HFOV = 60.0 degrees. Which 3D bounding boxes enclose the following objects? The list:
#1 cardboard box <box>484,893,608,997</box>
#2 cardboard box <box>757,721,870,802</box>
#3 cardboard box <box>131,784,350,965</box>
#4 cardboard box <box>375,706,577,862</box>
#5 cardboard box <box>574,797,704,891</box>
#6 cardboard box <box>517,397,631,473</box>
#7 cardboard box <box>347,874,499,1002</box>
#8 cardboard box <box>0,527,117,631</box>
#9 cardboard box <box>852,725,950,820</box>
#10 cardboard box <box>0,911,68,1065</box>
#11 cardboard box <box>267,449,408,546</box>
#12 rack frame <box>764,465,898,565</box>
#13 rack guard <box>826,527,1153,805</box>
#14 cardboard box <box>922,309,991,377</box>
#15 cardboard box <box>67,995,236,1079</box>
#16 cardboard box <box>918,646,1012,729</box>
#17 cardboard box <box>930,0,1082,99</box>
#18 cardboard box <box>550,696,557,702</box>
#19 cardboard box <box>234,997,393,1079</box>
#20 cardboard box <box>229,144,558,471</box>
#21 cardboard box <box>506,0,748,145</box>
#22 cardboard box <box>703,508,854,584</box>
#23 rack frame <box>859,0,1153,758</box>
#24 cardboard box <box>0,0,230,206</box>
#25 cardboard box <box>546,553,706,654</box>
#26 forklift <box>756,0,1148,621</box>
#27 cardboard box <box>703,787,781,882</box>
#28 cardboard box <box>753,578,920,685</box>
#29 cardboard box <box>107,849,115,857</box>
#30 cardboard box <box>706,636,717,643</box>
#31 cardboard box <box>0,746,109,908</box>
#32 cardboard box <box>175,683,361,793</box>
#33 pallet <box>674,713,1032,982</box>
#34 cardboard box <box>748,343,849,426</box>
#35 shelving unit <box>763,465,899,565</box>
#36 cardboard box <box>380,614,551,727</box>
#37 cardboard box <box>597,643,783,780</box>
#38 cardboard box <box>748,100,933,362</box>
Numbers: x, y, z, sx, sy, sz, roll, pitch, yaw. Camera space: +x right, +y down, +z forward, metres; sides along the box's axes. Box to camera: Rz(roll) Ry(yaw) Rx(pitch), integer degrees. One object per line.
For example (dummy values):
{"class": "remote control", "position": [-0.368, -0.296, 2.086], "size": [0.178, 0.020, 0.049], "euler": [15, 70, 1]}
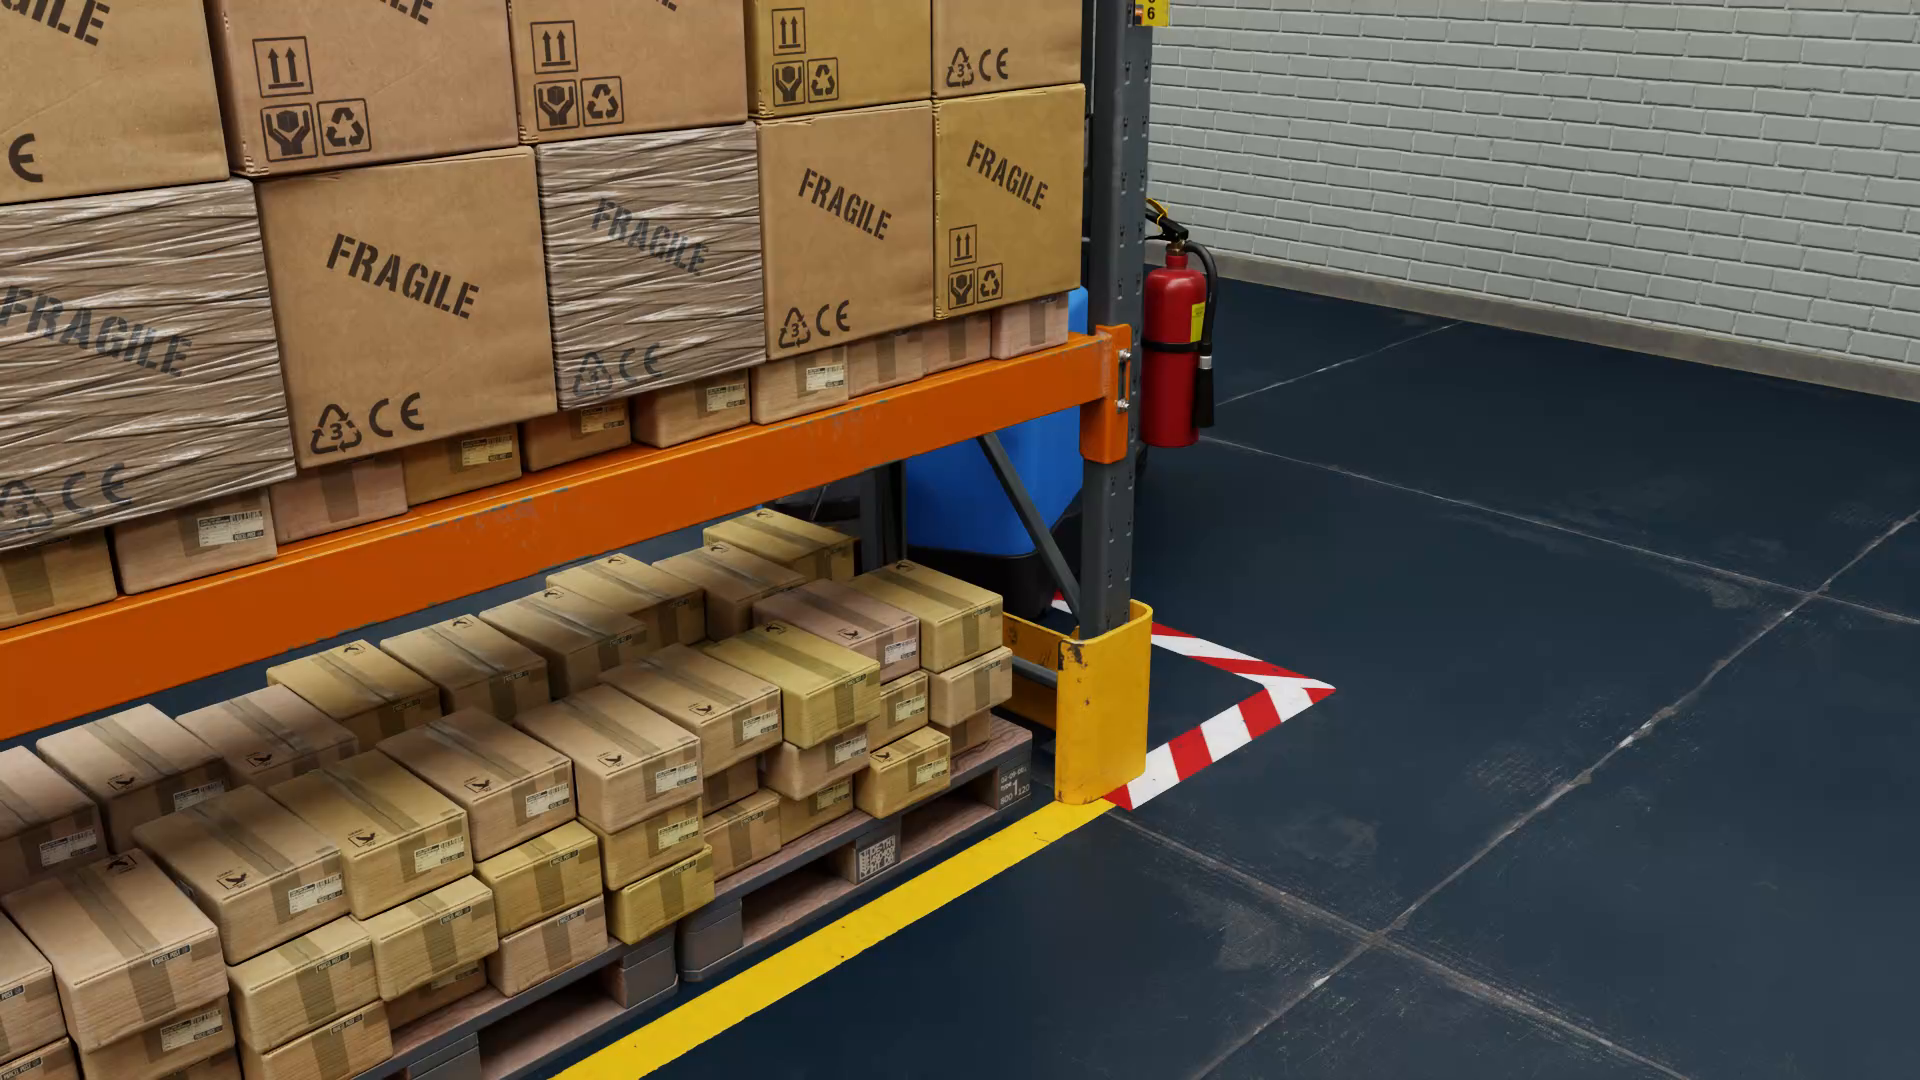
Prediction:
{"class": "cardboard box", "position": [-0.989, 0.814, 3.663], "size": [0.250, 0.149, 0.380], "euler": [-20, 28, -41]}
{"class": "cardboard box", "position": [-0.443, 0.478, 4.123], "size": [0.380, 0.149, 0.250], "euler": [18, 27, 39]}
{"class": "cardboard box", "position": [-1.411, 0.648, 3.267], "size": [0.380, 0.149, 0.250], "euler": [18, 27, 39]}
{"class": "cardboard box", "position": [-1.049, 0.520, 3.600], "size": [0.380, 0.149, 0.250], "euler": [18, 27, 39]}
{"class": "cardboard box", "position": [-0.795, 0.614, 3.769], "size": [0.250, 0.149, 0.380], "euler": [-20, 28, -41]}
{"class": "cardboard box", "position": [-0.905, -0.278, 3.467], "size": [0.380, 0.149, 0.250], "euler": [18, 27, 38]}
{"class": "cardboard box", "position": [-1.159, 0.753, 3.407], "size": [0.380, 0.149, 0.250], "euler": [20, 28, 41]}
{"class": "cardboard box", "position": [-1.584, 0.012, 2.712], "size": [0.250, 0.149, 0.380], "euler": [-20, 28, -41]}
{"class": "cardboard box", "position": [-0.242, 0.555, 4.338], "size": [0.250, 0.149, 0.380], "euler": [-19, 28, -40]}
{"class": "cardboard box", "position": [-1.778, 0.784, 2.914], "size": [0.380, 0.149, 0.250], "euler": [18, 28, 39]}
{"class": "cardboard box", "position": [-1.239, -0.135, 3.096], "size": [0.250, 0.149, 0.380], "euler": [-19, 28, -40]}
{"class": "rack frame", "position": [-0.450, -0.589, 5.080], "size": [0.400, 2.100, 0.015], "euler": [-6, 19, -6]}
{"class": "rack guard", "position": [0.029, 0.327, 5.026], "size": [1.175, 0.500, 0.348], "euler": [19, 28, 41]}
{"class": "cardboard box", "position": [-0.143, -0.532, 4.129], "size": [0.380, 0.149, 0.250], "euler": [19, 28, 41]}
{"class": "cardboard box", "position": [-1.571, 0.859, 3.131], "size": [0.250, 0.149, 0.380], "euler": [-19, 28, -40]}
{"class": "cardboard box", "position": [-0.082, 0.344, 4.472], "size": [0.380, 0.149, 0.250], "euler": [18, 28, 39]}
{"class": "cardboard box", "position": [-0.059, -1.331, 3.909], "size": [0.500, 0.500, 0.500], "euler": [19, 28, 40]}
{"class": "cardboard box", "position": [-1.063, 0.388, 4.359], "size": [0.250, 0.149, 0.380], "euler": [-19, 28, -40]}
{"class": "cardboard box", "position": [-1.348, 0.947, 3.318], "size": [0.380, 0.149, 0.250], "euler": [18, 28, 39]}
{"class": "cardboard box", "position": [-1.112, -0.475, 3.075], "size": [0.500, 0.500, 0.500], "euler": [-18, 28, -39]}
{"class": "cardboard box", "position": [-0.769, -1.065, 3.217], "size": [0.500, 0.500, 0.500], "euler": [-18, 28, -39]}
{"class": "cardboard box", "position": [-0.527, 0.048, 4.828], "size": [0.380, 0.149, 0.250], "euler": [18, 27, 38]}
{"class": "rack frame", "position": [0.082, -0.859, 4.628], "size": [1.000, 3.000, 0.127], "euler": [19, 28, 41]}
{"class": "cardboard box", "position": [-1.495, -0.797, 2.519], "size": [0.500, 0.500, 0.500], "euler": [-20, 28, -41]}
{"class": "cardboard box", "position": [-0.900, 0.181, 4.481], "size": [0.380, 0.149, 0.250], "euler": [19, 28, 40]}
{"class": "forklift", "position": [0.185, -1.584, 6.610], "size": [1.130, 2.935, 3.031], "euler": [6, 22, 16]}
{"class": "cardboard box", "position": [-0.651, 0.668, 4.044], "size": [0.380, 0.149, 0.250], "euler": [20, 28, 41]}
{"class": "cardboard box", "position": [-0.322, 0.248, 4.308], "size": [0.250, 0.149, 0.380], "euler": [-20, 28, -41]}
{"class": "cardboard box", "position": [-1.752, 0.685, 3.586], "size": [0.380, 0.149, 0.250], "euler": [18, 27, 38]}
{"class": "cardboard box", "position": [-0.699, 0.264, 4.681], "size": [0.380, 0.149, 0.250], "euler": [19, 28, 40]}
{"class": "cardboard box", "position": [-1.969, 0.588, 3.422], "size": [0.380, 0.149, 0.250], "euler": [18, 27, 38]}
{"class": "cardboard box", "position": [-1.537, 0.480, 3.705], "size": [0.380, 0.149, 0.250], "euler": [19, 28, 41]}
{"class": "pallet", "position": [-0.563, 0.662, 4.557], "size": [1.003, 0.211, 1.213], "euler": [19, 28, 41]}
{"class": "cardboard box", "position": [-0.469, -0.393, 3.766], "size": [0.250, 0.149, 0.380], "euler": [-19, 28, -41]}
{"class": "shelving unit", "position": [-0.483, -0.663, 5.310], "size": [0.431, 2.100, 0.503], "euler": [-6, 19, -6]}
{"class": "cardboard box", "position": [-1.214, 0.335, 4.081], "size": [0.250, 0.149, 0.380], "euler": [-19, 28, -40]}
{"class": "cardboard box", "position": [-0.638, 0.397, 3.920], "size": [0.380, 0.149, 0.250], "euler": [18, 27, 39]}
{"class": "cardboard box", "position": [-0.410, -0.733, 3.748], "size": [0.500, 0.500, 0.500], "euler": [19, 28, 40]}
